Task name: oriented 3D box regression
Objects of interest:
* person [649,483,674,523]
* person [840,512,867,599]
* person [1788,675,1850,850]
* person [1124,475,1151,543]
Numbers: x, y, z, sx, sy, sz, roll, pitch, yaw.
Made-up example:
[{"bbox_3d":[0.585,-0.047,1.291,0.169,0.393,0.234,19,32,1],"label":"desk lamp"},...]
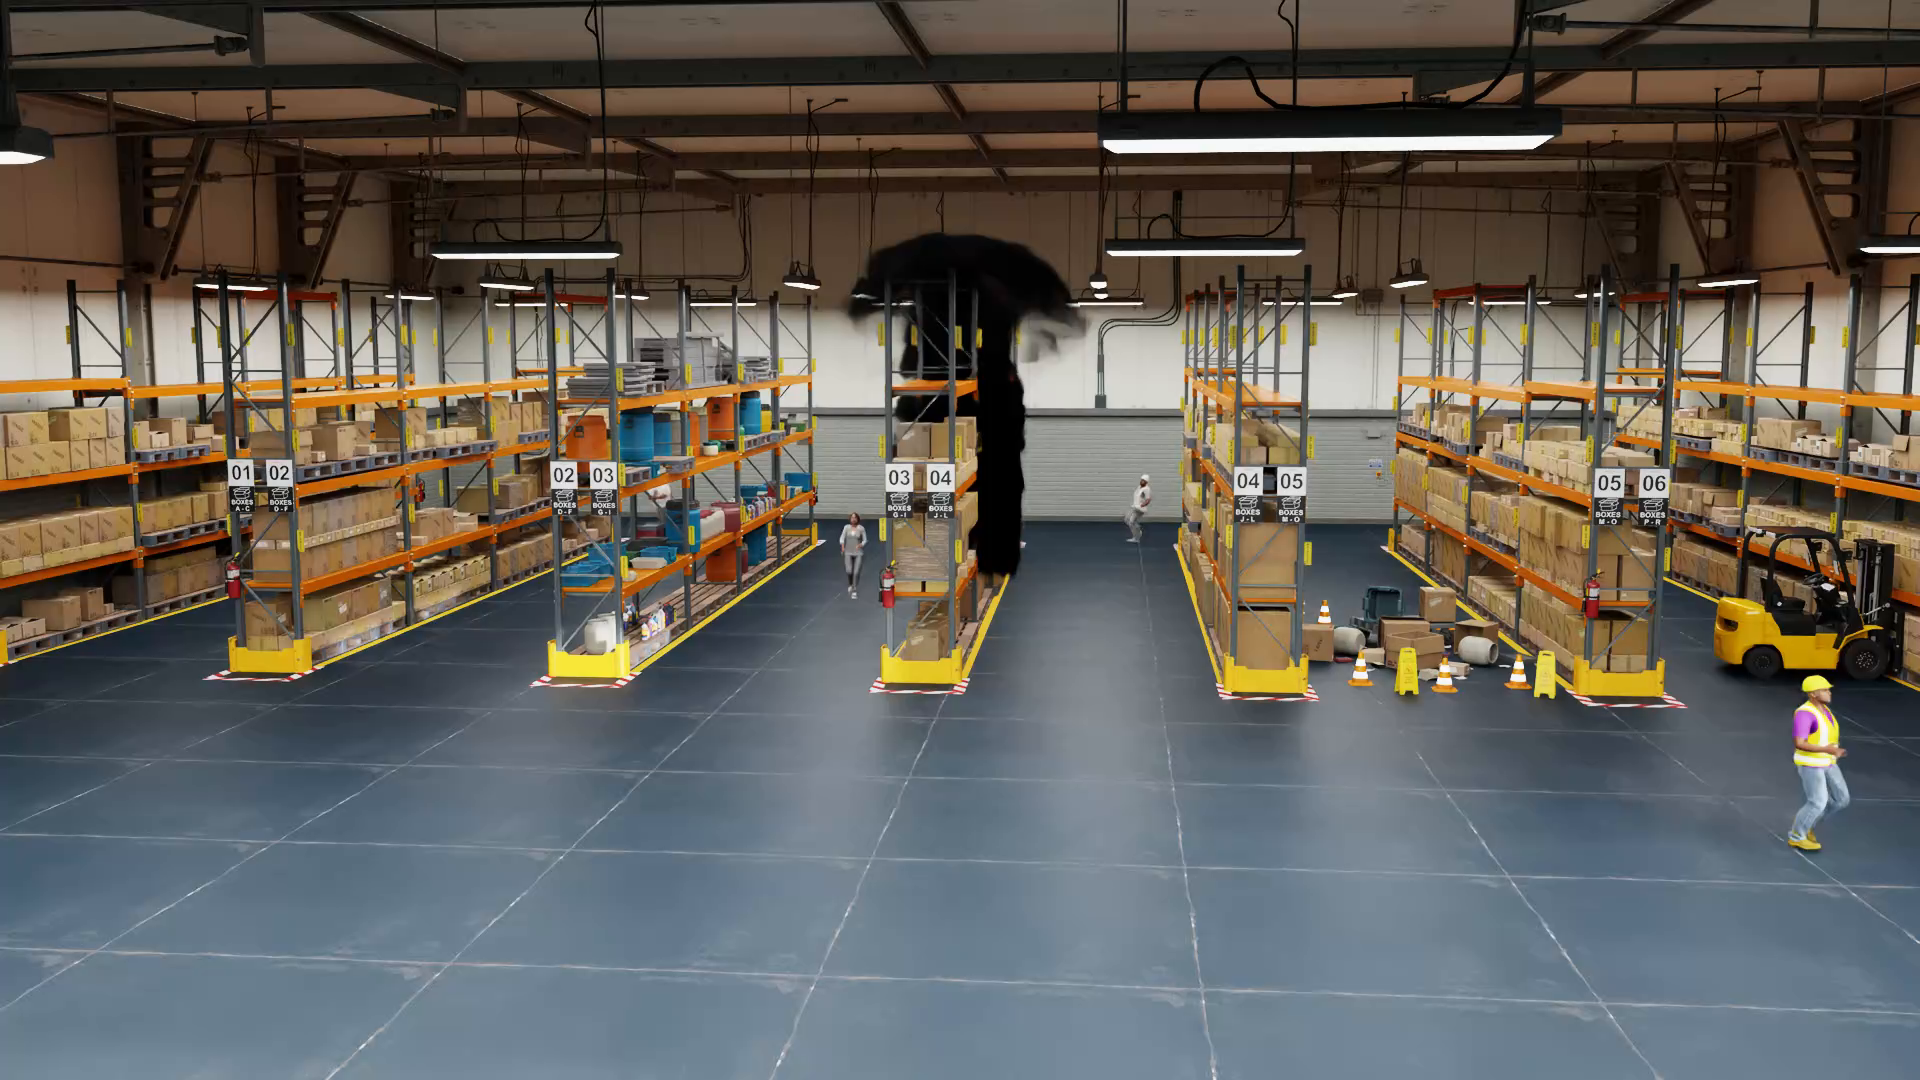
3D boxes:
[{"bbox_3d":[-7.360,-0.820,40.919,0.706,1.786,0.865,-5,9,-36],"label":"person"},{"bbox_3d":[-1.939,0.283,30.096,0.503,1.567,0.475,0,7,0],"label":"person"},{"bbox_3d":[8.388,2.176,16.174,0.685,1.724,0.600,-5,9,-38],"label":"person"},{"bbox_3d":[4.315,-0.757,40.483,0.553,1.694,0.750,-1,7,-8],"label":"person"}]
